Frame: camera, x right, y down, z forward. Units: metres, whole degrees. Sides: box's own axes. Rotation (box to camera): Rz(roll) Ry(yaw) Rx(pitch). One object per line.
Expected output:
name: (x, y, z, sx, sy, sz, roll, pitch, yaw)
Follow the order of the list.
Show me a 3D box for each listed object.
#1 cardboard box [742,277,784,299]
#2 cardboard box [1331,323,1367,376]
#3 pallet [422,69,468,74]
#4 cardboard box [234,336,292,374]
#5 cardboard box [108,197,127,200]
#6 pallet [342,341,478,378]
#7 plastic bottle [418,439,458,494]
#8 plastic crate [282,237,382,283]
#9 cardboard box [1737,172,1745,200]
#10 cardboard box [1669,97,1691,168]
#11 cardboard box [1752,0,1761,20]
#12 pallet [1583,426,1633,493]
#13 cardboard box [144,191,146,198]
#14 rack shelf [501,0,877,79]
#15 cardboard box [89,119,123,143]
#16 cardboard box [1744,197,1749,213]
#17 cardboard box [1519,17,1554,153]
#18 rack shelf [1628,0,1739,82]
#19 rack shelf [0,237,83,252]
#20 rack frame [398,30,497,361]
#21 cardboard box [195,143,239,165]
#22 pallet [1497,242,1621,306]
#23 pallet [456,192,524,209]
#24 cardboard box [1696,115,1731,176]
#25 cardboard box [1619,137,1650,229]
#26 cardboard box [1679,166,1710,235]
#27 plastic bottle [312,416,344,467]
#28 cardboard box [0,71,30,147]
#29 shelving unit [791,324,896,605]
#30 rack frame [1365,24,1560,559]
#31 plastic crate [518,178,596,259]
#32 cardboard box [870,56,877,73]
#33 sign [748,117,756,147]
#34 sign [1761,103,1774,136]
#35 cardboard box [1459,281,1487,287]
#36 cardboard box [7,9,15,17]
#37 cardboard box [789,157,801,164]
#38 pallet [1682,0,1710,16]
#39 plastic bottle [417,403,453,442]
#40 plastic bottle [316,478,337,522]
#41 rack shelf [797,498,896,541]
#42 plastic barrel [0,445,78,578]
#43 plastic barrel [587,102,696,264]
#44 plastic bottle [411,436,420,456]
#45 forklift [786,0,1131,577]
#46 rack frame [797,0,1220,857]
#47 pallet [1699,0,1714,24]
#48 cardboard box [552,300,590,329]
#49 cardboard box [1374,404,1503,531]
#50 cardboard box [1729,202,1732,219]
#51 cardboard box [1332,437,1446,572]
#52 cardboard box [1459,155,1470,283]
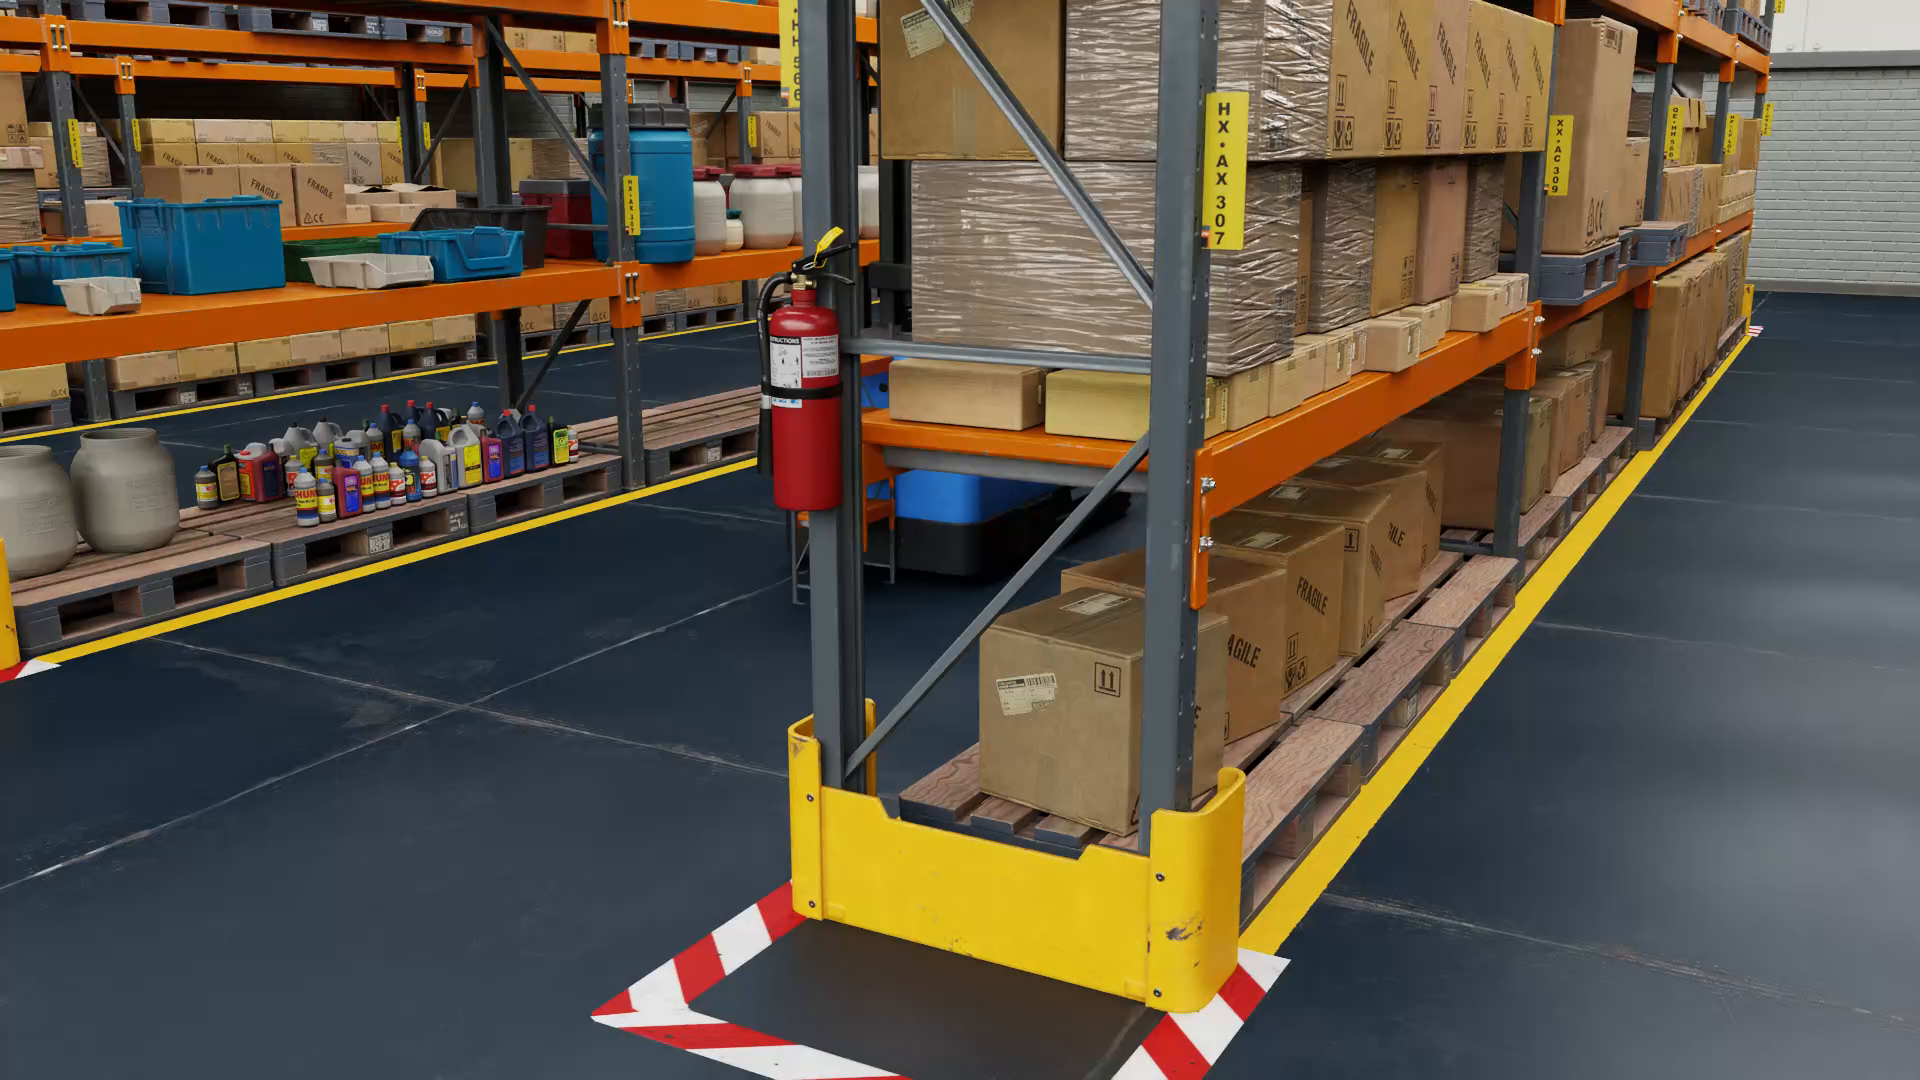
cardboard box: (-2.392, -2.978, 19.283, 0.500, 0.311, 0.500, 7, 15, 28)
cardboard box: (1.030, -0.591, 5.120, 0.380, 0.149, 0.250, 7, 15, 28)
pallet: (-6.717, -6.152, 21.439, 1.003, 0.211, 1.213, 7, 15, 28)
cardboard box: (-5.743, -1.502, 13.333, 0.500, 0.250, 0.500, 7, 15, 26)
cardboard box: (-6.387, -2.504, 12.806, 0.396, 0.266, 0.258, 7, 15, 27)
pallet: (-5.150, -1.669, 15.005, 1.003, 0.211, 1.213, 7, 15, 28)
plastic bottle: (-2.707, -0.393, 8.635, 0.152, 0.276, 0.135, 8, 16, 29)
plastic crate: (-3.220, -1.457, 8.627, 0.450, 0.188, 0.662, 7, 15, 28)
cardboard box: (7.078, -3.333, 15.645, 0.500, 0.250, 0.500, 7, 15, 28)
cardboard box: (4.956, -3.022, 12.314, 0.797, 0.503, 0.637, 8, 16, 30)
cardboard box: (7.615, -5.354, 16.618, 0.700, 0.500, 0.500, 6, 15, 25)
pallet: (3.573, -0.550, 10.364, 1.003, 0.211, 1.213, 7, 15, 28)
cardboard box: (-8.694, -3.678, 17.883, 0.380, 0.149, 0.250, 7, 15, 27)
rack shelf: (-1.350, -3.325, 11.060, 1.077, 0.370, 4.000, 7, 15, 28)
cardboard box: (-9.064, -4.439, 18.056, 0.500, 0.250, 0.500, 8, 16, 30)
cardboard box: (7.567, -3.318, 16.433, 0.380, 0.149, 0.250, 8, 16, 29)
cardboard box: (2.042, -1.801, 6.621, 0.500, 0.500, 0.500, 7, 15, 28)
rack shelf: (4.919, -3.584, 12.136, 1.077, 0.370, 4.000, 7, 15, 28)
rack shelf: (-7.618, -1.608, 10.338, 1.077, 0.370, 4.000, 7, 15, 28)
rack frame: (-4.718, -3.189, 15.360, 1.000, 3.000, 0.127, 7, 15, 28)
cardboard box: (-8.336, -4.129, 18.371, 0.500, 0.500, 0.500, 8, 16, 30)
pallet: (2.516, -1.292, 7.902, 1.003, 0.211, 1.213, 7, 15, 28)
pallet: (-4.451, -3.243, 15.993, 1.213, 0.211, 1.003, 7, 15, 28)
cardboard box: (6.341, -3.392, 14.288, 0.500, 0.500, 0.500, 7, 15, 28)
cardboard box: (3.544, -2.077, 9.640, 0.700, 0.500, 0.500, 10, 17, 36)
cardboard box: (5.407, -2.599, 12.702, 0.500, 0.500, 0.500, 7, 15, 27)
plastic bottle: (-3.367, -0.488, 8.870, 0.144, 0.351, 0.185, 7, 15, 28)
cardboard box: (-6.860, -2.956, 11.412, 0.700, 0.500, 0.500, 7, 15, 28)
shelving unit: (-0.517, -0.342, 7.387, 0.258, 1.200, 0.503, 7, 15, 26)
rack frame: (2.019, -1.245, 7.297, 1.000, 3.000, 0.127, 7, 15, 28)
plastic crate: (-2.351, -1.971, 10.173, 0.402, 0.464, 0.583, 7, 15, 28)
cardboard box: (-1.349, -5.875, 20.421, 0.500, 0.250, 0.500, 7, 15, 28)
sign: (-2.296, -4.510, 18.371, 0.100, 0.325, 0.005, 7, 15, 28)
sign: (8.288, -4.321, 17.079, 0.100, 0.325, 0.005, 7, 15, 28)
cardboard box: (1.869, -0.951, 6.613, 0.380, 0.149, 0.250, 7, 15, 28)
cardboard box: (-9.605, -5.144, 16.815, 0.500, 0.500, 0.500, 7, 15, 28)
cardboard box: (-2.054, -4.237, 19.495, 0.500, 0.500, 0.500, 8, 16, 29)
pallet: (4.217, -3.570, 10.945, 1.213, 0.211, 1.003, 8, 16, 31)
plastic bottle: (-2.944, -0.597, 9.324, 0.144, 0.351, 0.185, 7, 15, 28)
plastic bottle: (-3.051, -0.197, 7.982, 0.097, 0.201, 0.097, 0, 14, 0)
rack shelf: (-0.517, -0.083, 7.449, 0.258, 0.148, 0.480, 7, 15, 26)
plastic barrel: (-3.999, -0.124, 7.059, 0.421, 0.512, 0.421, 0, 14, 0)
plastic barrel: (-1.865, -2.095, 9.753, 0.600, 0.901, 0.708, 7, 15, 28)
plastic bottle: (-2.801, -0.408, 8.683, 0.061, 0.283, 0.133, 7, 15, 28)
forklift: (0.284, -1.555, 8.732, 1.130, 2.935, 3.031, 7, 15, 26)
rack frame: (0.085, -0.424, 3.893, 1.000, 3.000, 0.127, 7, 15, 28)
pallet: (4.755, -3.800, 11.898, 1.003, 0.211, 1.213, 8, 16, 31)
cardboard box: (-3.999, -2.357, 16.303, 0.500, 0.500, 0.500, 7, 15, 26)
cardboard box: (2.334, -0.367, 8.051, 0.700, 0.500, 0.500, 6, 15, 24)
cardboard box: (6.700, -2.949, 14.903, 0.380, 0.149, 0.250, 7, 15, 27)
cardboard box: (1.790, -0.156, 7.220, 0.500, 0.500, 0.500, 7, 15, 26)
cardboard box: (1.474, -1.254, 6.488, 0.875, 0.500, 0.500, 7, 15, 28)
